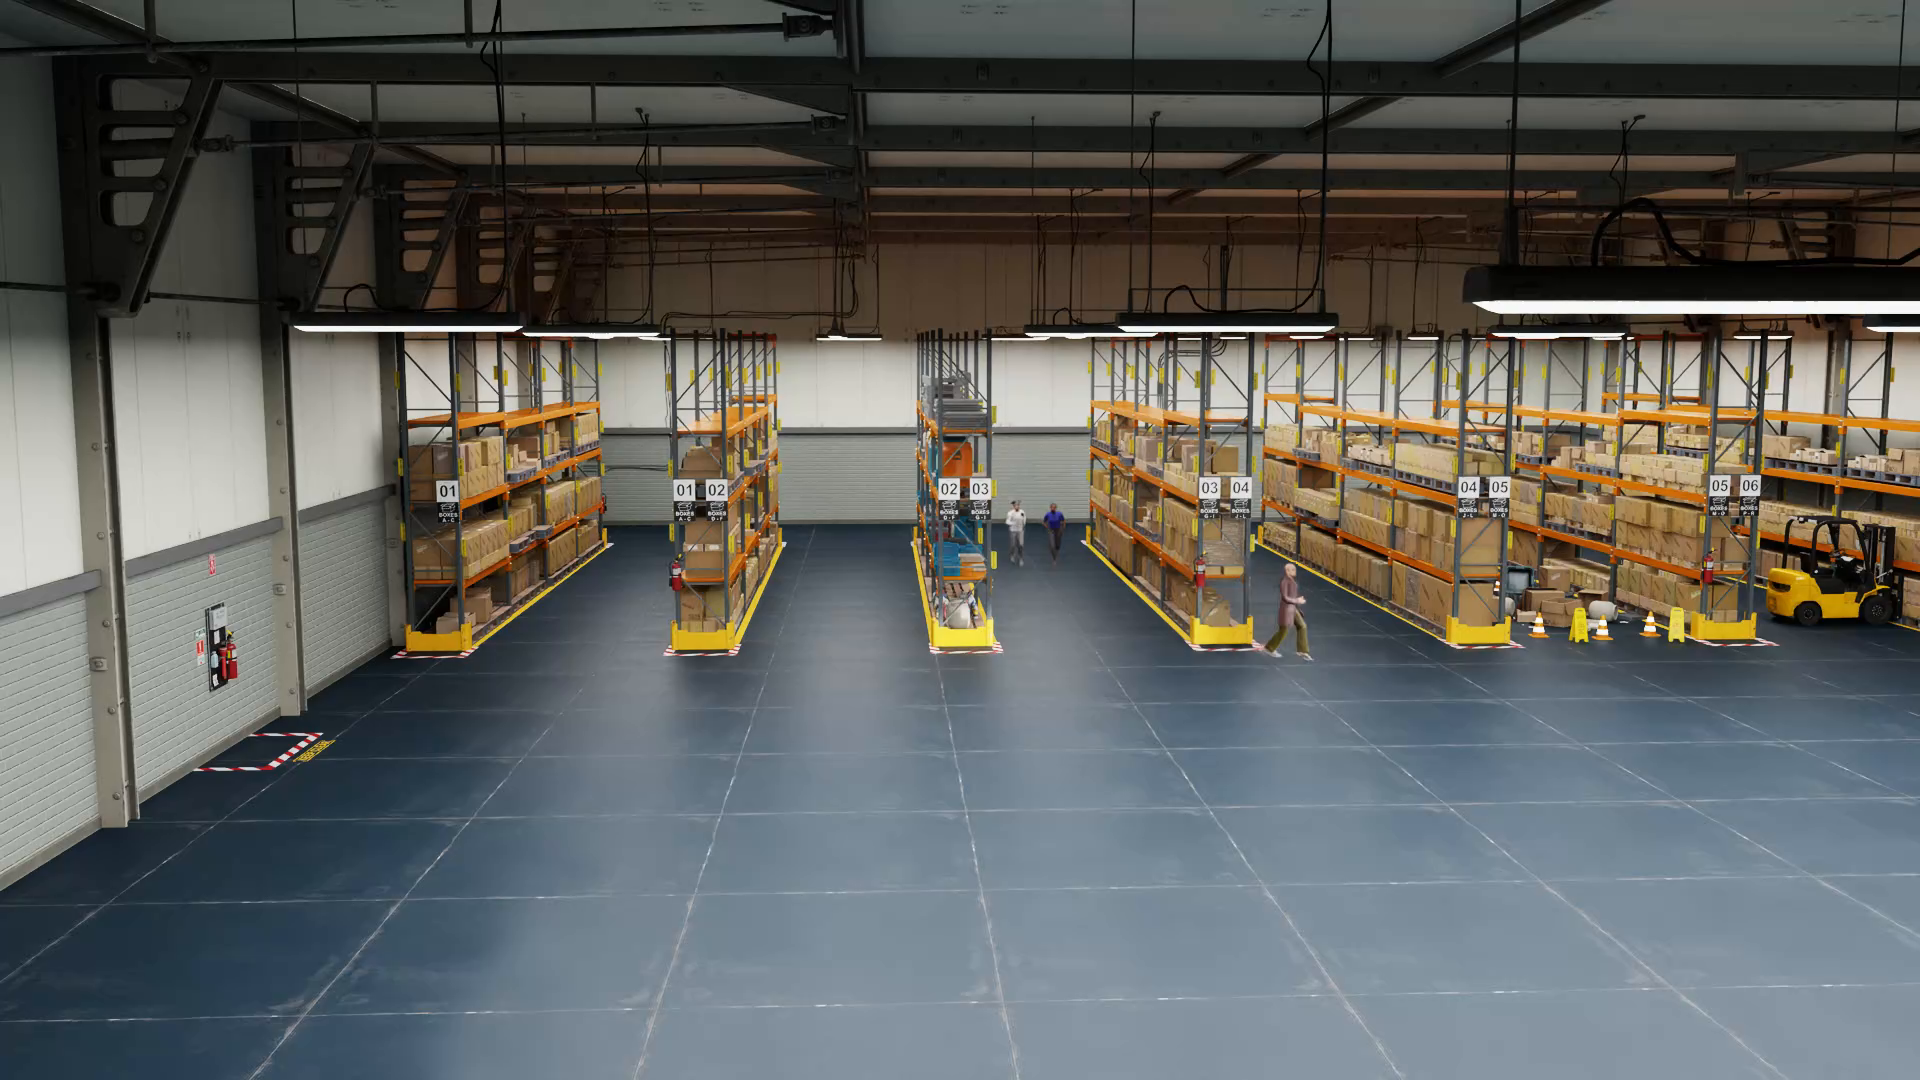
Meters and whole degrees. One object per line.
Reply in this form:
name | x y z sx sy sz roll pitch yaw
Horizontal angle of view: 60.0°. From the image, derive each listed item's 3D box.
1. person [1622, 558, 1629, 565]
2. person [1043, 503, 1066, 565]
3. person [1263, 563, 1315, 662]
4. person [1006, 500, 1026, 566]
person | 16.024 0.234 39.693 0.644 1.671 0.750 0 7 2
person | 2.465 -0.170 43.493 0.595 1.629 0.716 0 7 0
person | 5.917 1.320 30.010 0.935 1.818 0.717 3 8 26
person | 1.460 -0.189 43.148 0.553 1.730 0.800 -1 7 -5
